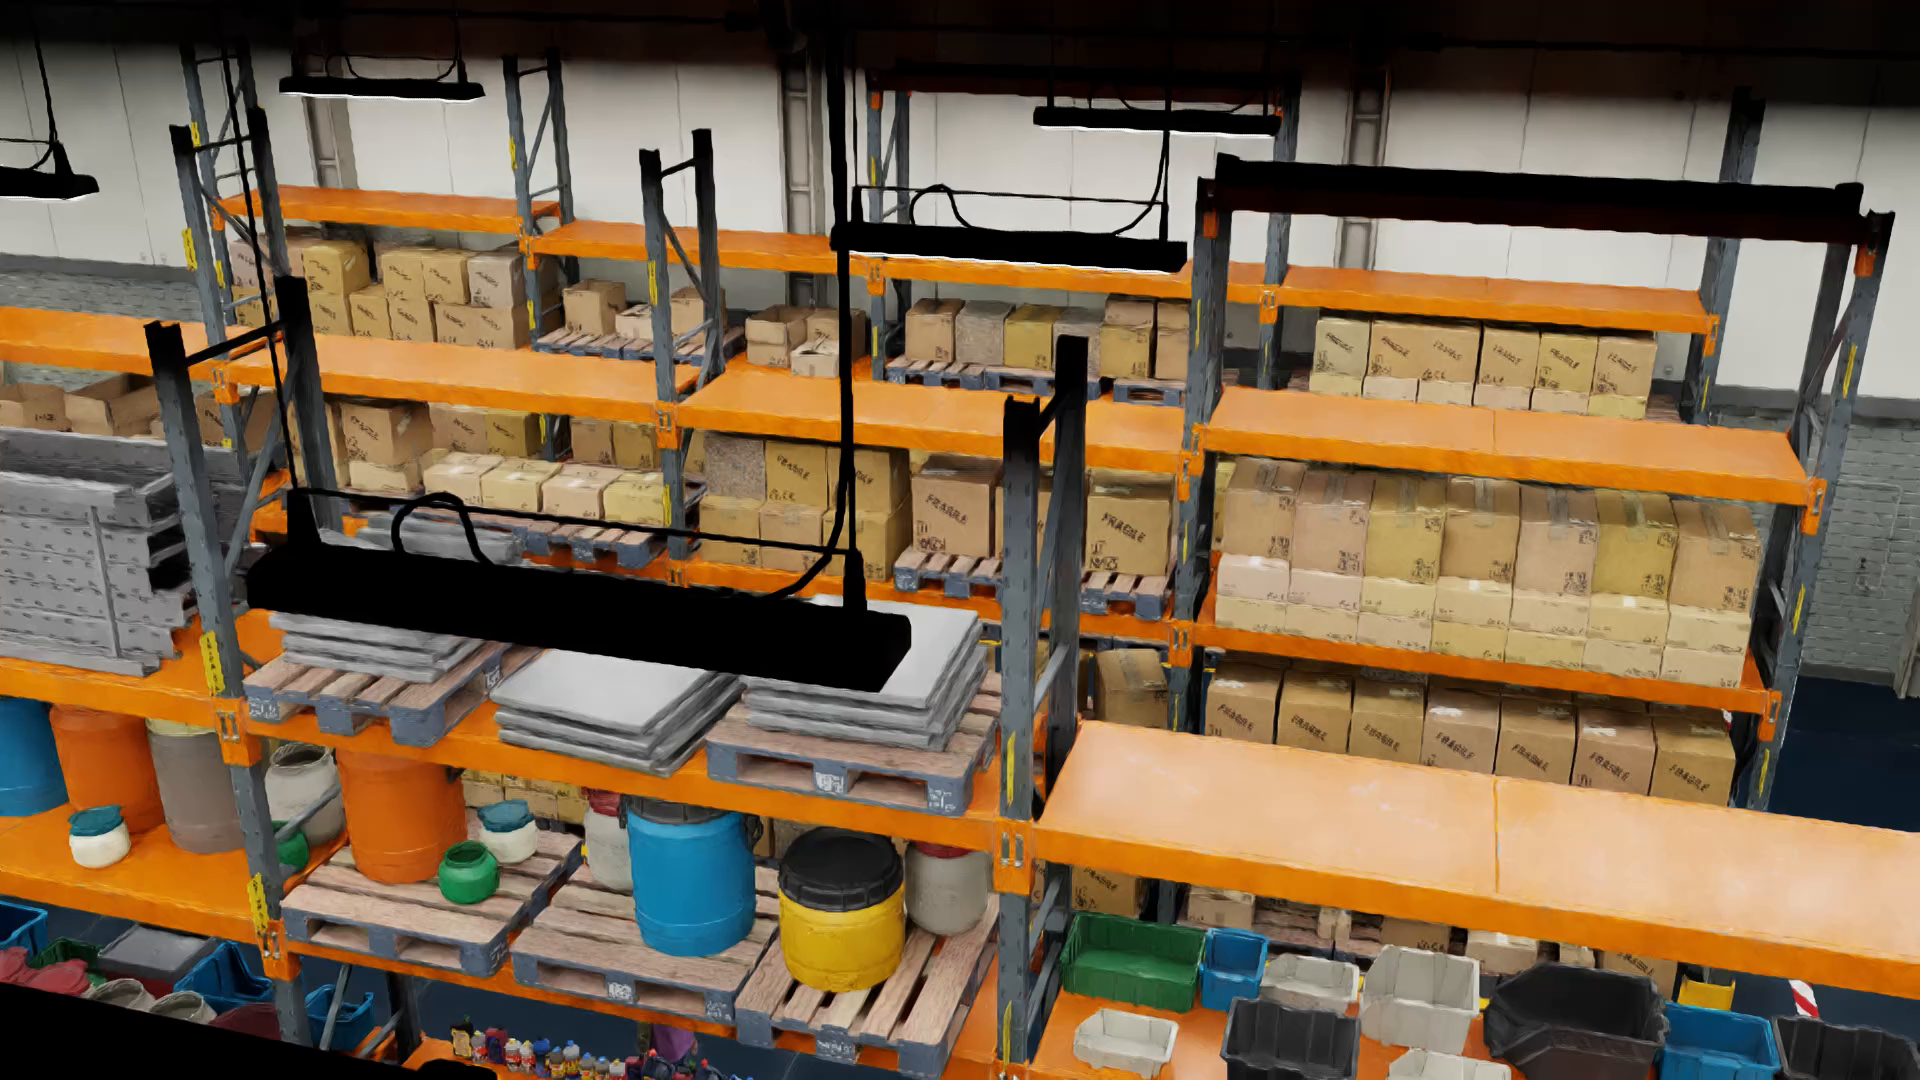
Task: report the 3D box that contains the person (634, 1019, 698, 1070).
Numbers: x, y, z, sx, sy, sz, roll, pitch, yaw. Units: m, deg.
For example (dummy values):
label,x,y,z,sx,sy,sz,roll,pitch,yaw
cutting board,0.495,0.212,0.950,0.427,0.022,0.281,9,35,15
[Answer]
label,x,y,z,sx,sy,sz,roll,pitch,yaw
person,-1.934,3.296,10.819,1.042,1.514,0.407,8,24,19
